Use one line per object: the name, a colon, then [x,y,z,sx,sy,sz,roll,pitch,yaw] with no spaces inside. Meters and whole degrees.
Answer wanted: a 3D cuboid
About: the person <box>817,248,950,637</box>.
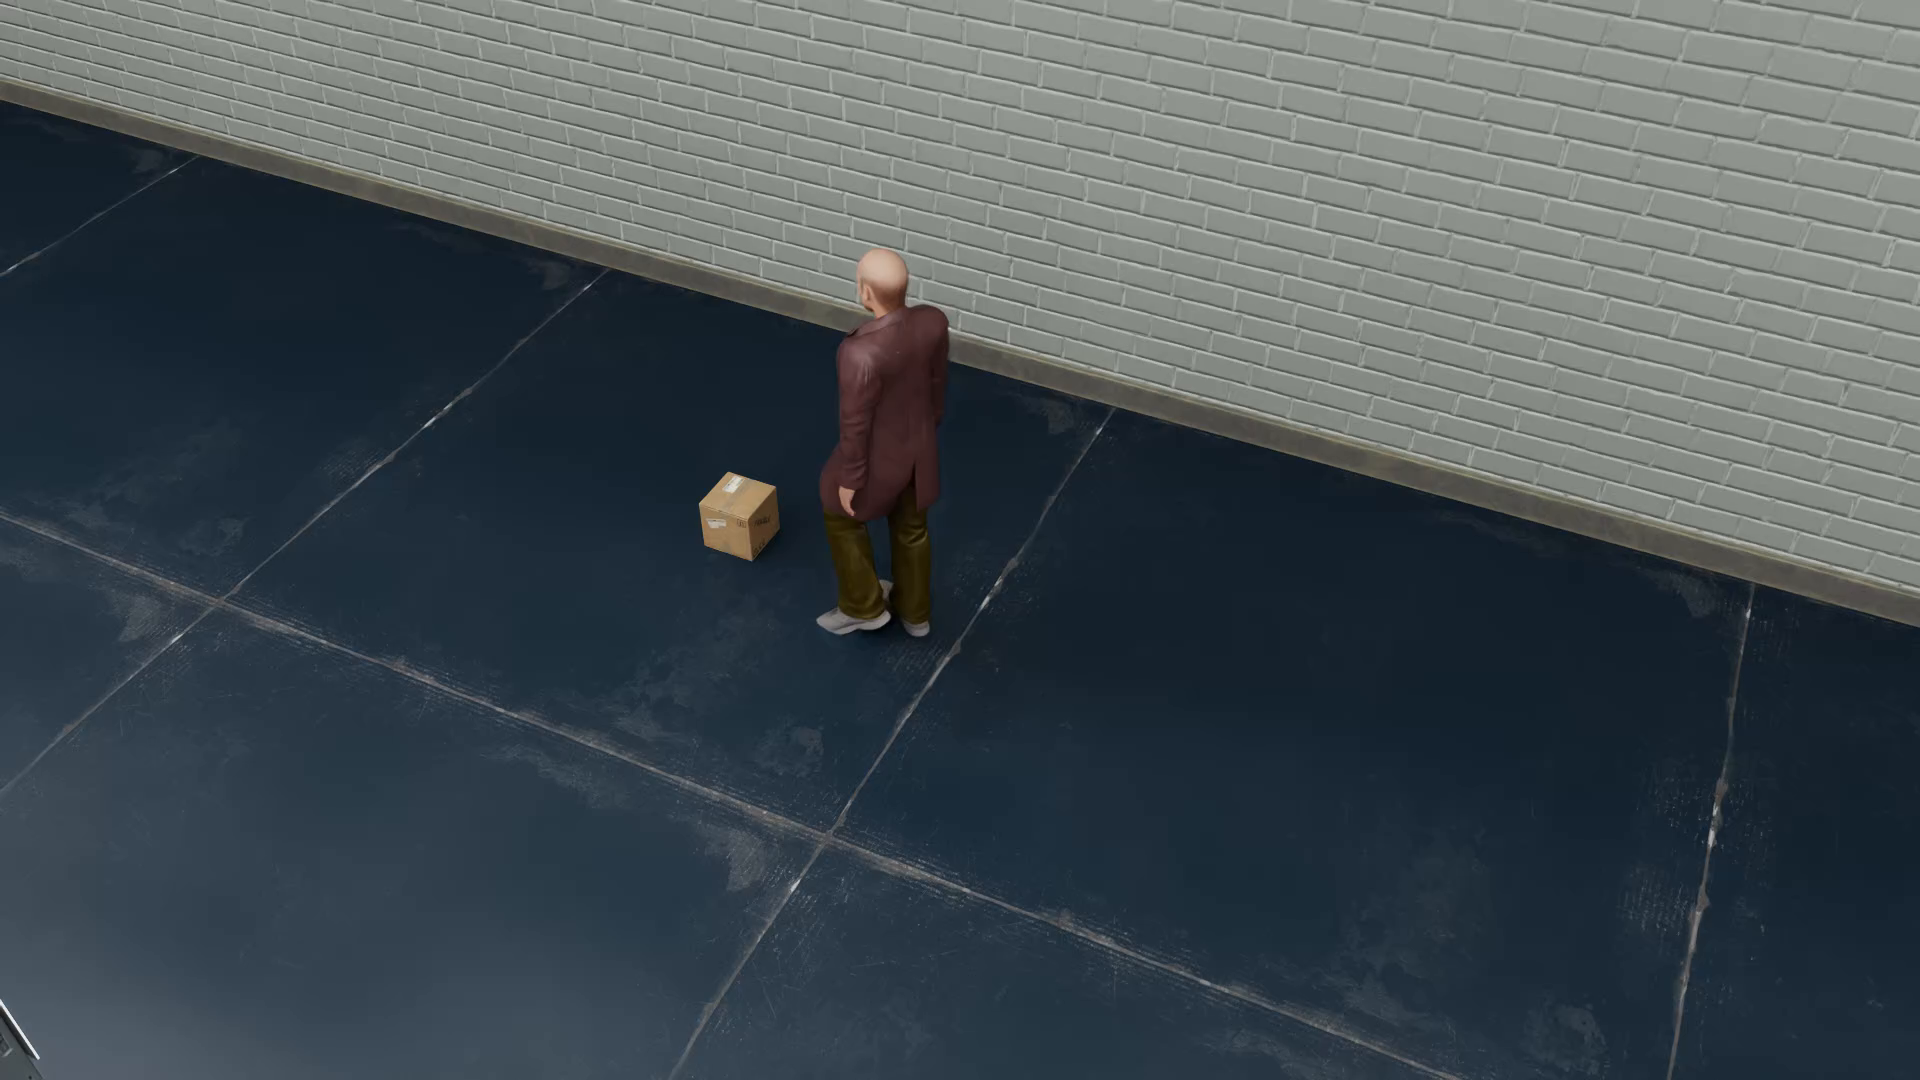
person: [-0.289,-0.262,6.633,0.603,1.647,0.437,-31,50,-30]
